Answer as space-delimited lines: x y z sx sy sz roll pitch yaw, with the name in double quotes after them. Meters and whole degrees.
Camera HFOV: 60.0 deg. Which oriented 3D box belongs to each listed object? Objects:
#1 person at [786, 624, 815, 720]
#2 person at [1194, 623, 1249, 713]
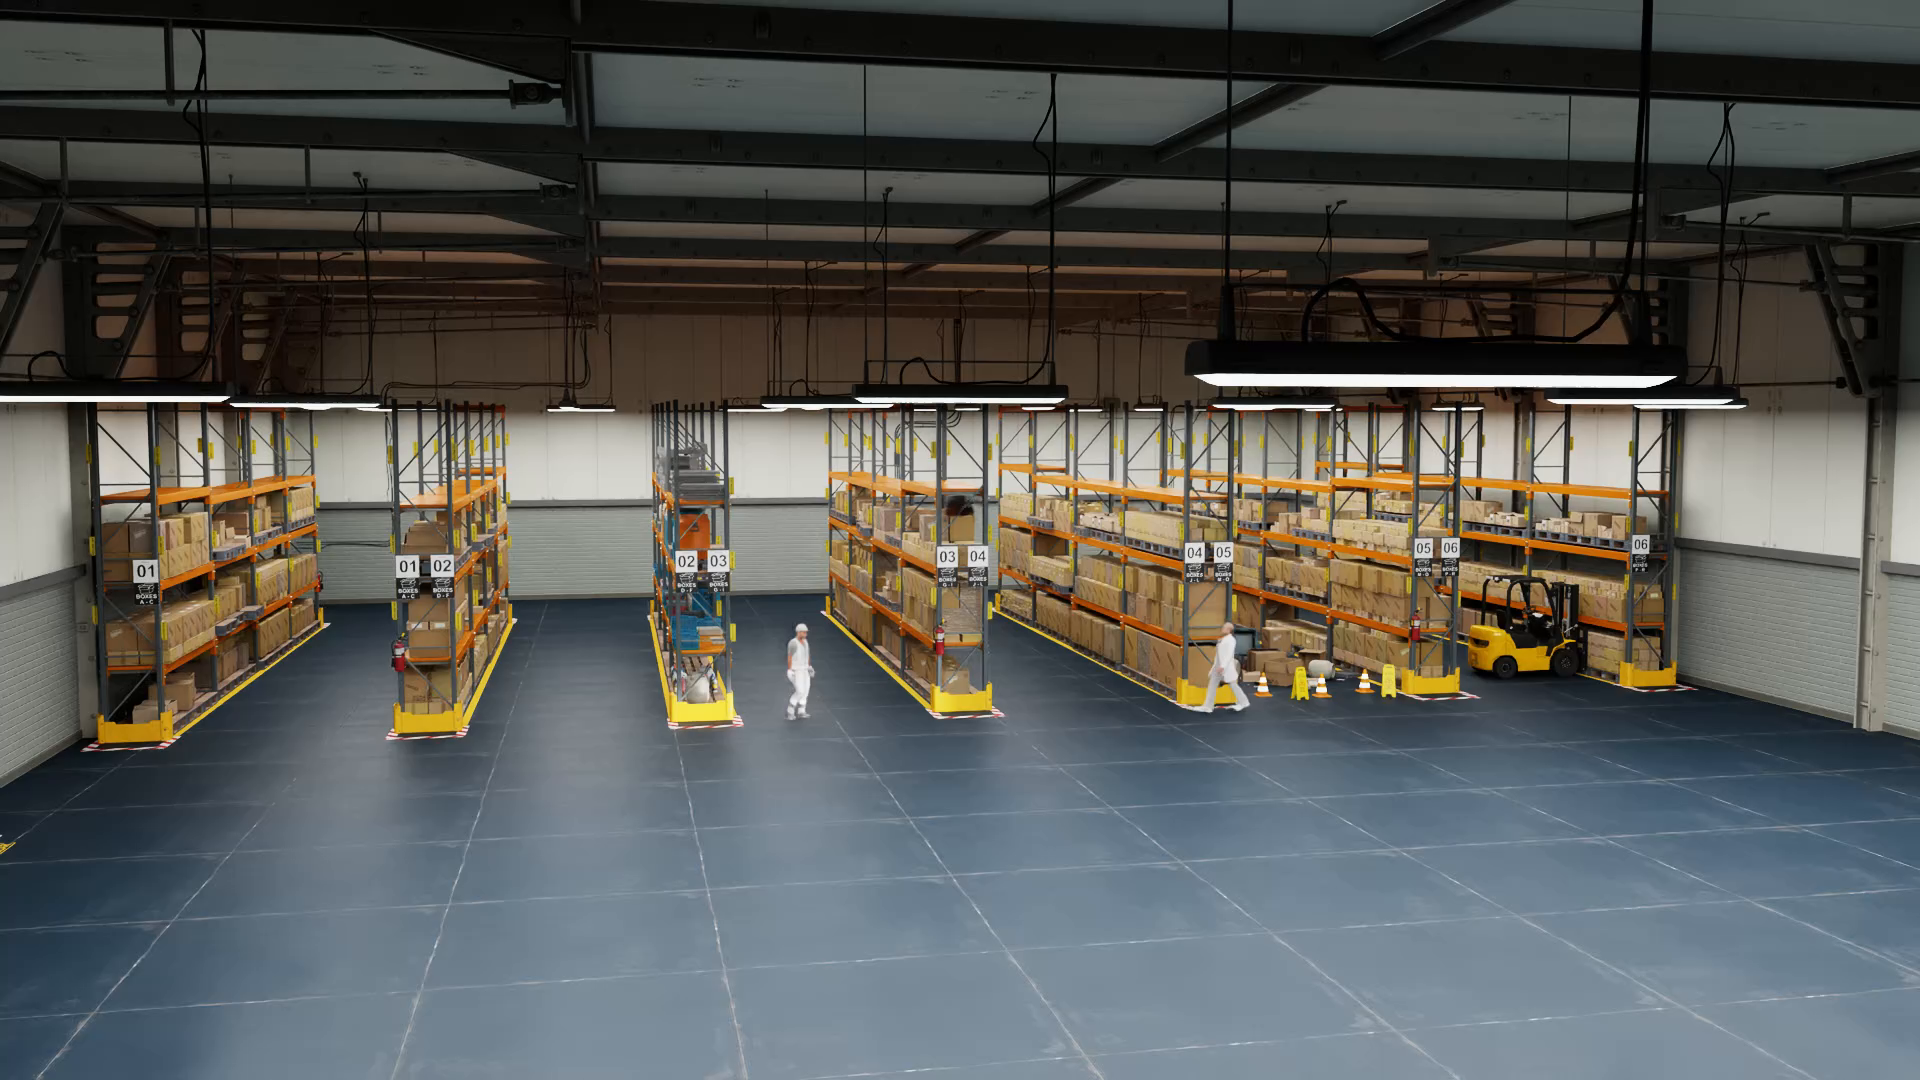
-3.009 2.487 31.441 0.402 1.805 0.636 2 5 29 "person"
5.066 2.452 31.905 1.119 1.731 0.546 -3 5 -35 "person"
